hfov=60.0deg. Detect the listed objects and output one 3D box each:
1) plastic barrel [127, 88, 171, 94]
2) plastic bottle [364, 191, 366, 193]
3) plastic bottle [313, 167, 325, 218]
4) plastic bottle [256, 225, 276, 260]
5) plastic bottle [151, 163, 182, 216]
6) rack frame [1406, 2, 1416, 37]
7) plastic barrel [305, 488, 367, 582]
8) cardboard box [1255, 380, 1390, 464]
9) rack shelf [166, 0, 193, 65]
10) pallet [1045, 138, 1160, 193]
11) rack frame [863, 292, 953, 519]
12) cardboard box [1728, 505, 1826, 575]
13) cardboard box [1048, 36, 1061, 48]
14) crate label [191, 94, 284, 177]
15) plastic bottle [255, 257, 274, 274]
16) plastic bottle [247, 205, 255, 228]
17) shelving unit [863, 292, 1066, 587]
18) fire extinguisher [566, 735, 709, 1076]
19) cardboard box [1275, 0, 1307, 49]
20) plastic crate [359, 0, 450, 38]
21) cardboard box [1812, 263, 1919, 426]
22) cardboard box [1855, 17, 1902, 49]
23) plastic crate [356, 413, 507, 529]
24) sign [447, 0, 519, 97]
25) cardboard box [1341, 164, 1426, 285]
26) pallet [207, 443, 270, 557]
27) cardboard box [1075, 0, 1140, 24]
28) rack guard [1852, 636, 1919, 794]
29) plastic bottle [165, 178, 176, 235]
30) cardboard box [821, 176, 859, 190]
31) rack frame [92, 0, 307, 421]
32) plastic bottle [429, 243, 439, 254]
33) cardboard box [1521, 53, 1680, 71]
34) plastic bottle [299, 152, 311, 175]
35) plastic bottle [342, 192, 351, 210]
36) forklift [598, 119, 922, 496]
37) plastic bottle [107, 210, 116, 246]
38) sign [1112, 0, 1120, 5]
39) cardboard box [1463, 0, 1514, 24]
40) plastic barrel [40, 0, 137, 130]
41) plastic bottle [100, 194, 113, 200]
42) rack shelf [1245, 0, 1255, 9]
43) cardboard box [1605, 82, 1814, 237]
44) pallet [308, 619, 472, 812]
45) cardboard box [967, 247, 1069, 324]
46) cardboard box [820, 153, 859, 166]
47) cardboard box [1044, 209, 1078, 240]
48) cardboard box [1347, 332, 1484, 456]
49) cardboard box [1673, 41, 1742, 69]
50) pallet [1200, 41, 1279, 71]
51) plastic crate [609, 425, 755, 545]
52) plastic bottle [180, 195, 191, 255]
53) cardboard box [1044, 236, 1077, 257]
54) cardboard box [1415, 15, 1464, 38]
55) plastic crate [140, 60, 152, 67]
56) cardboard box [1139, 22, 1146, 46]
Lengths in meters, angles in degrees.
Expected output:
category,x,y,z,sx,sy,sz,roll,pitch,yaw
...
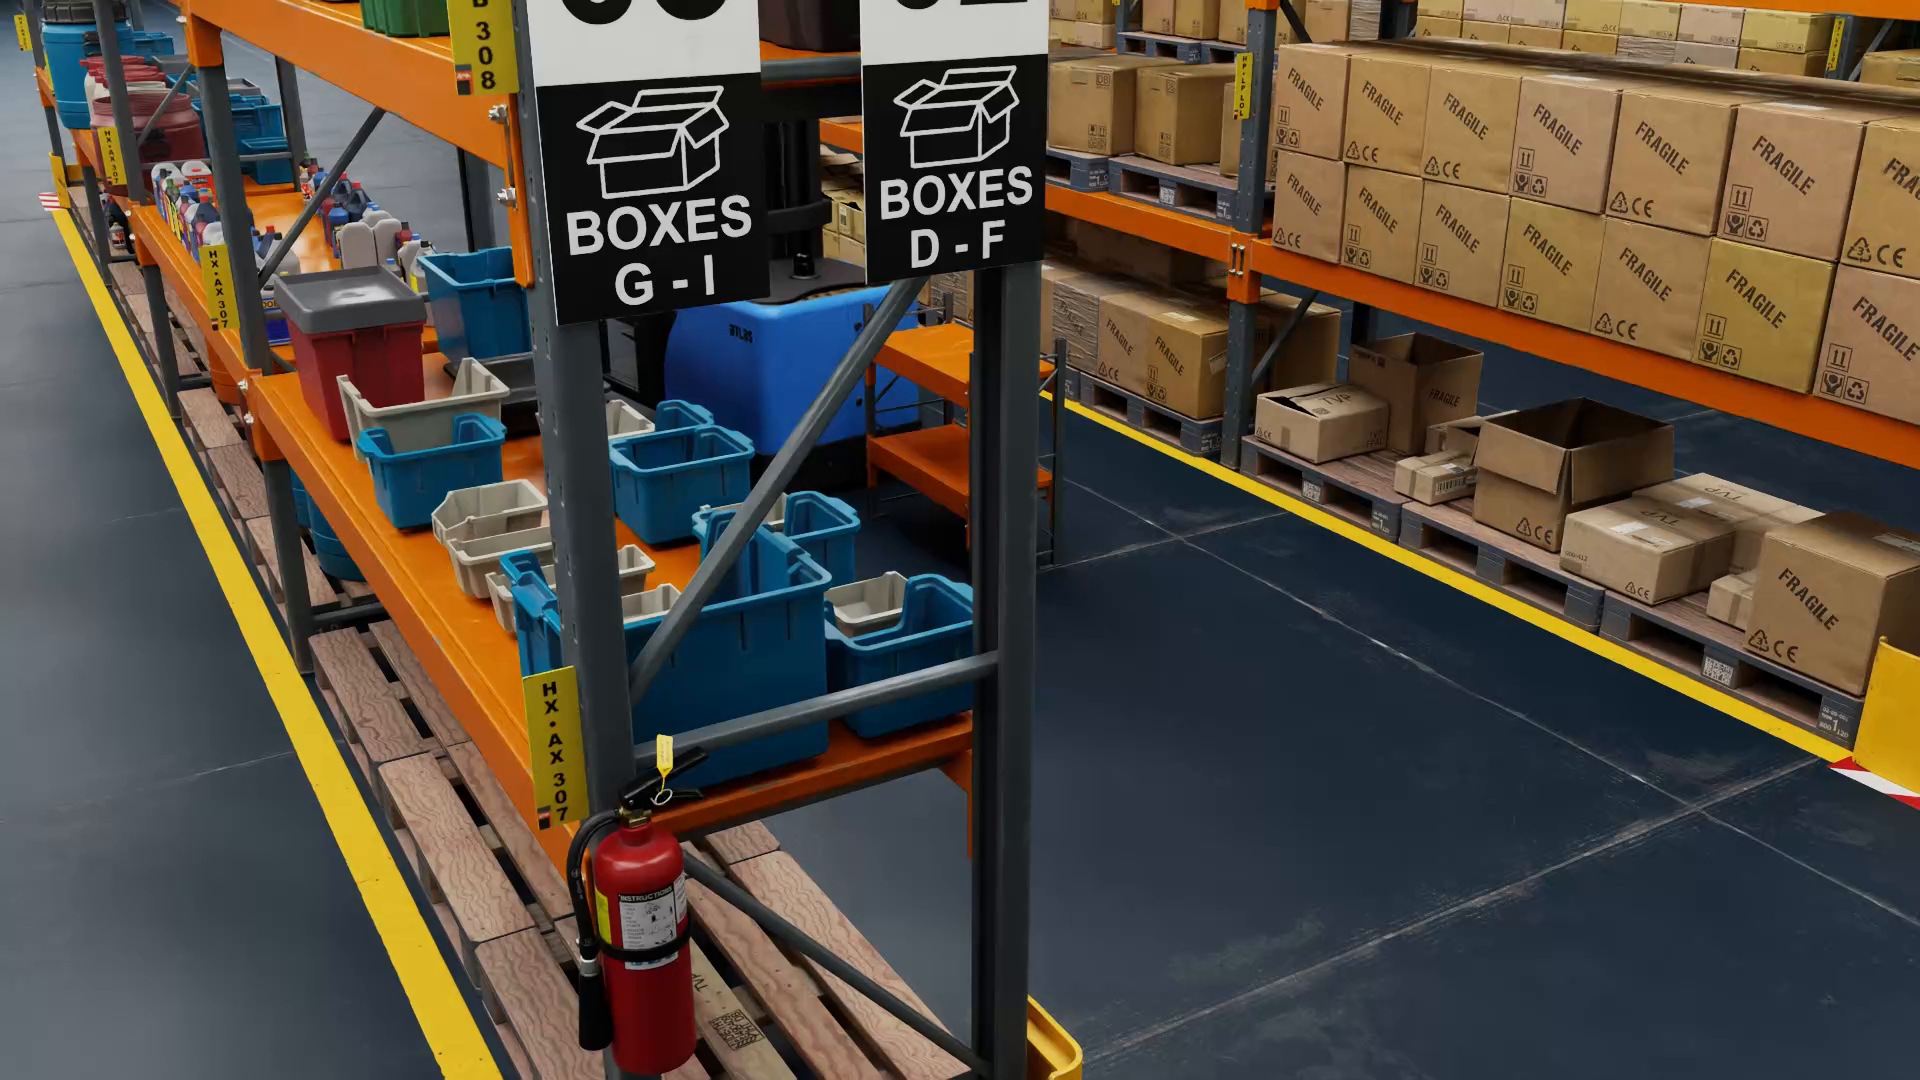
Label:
category,x,y,z,sx,sy,sz,roll,pitch,yaw
plastic barrel,-5.093,-2.574,10.512,0.421,0.512,0.421,0,22,0
plastic bottle,-3.064,-1.654,8.553,0.061,0.283,0.133,-13,25,-28
plastic bottle,-3.549,-1.943,9.279,0.097,0.271,0.097,0,22,0
plastic bottle,-3.062,-1.235,7.431,0.144,0.351,0.185,-13,25,-28
plastic bottle,-4.440,-1.970,9.340,0.152,0.276,0.135,-13,25,-28
rack frame,4.134,-4.136,14.503,1.000,3.000,0.127,-13,25,-28
plastic barrel,-2.603,-0.337,7.386,0.600,0.901,0.708,-13,25,-28
cardboard box,1.949,-0.668,8.957,0.500,0.311,0.500,-13,25,-28
rack shelf,-3.362,-2.639,7.793,1.077,0.370,4.000,-13,25,-28
pallet,0.874,-2.464,10.645,1.003,0.211,1.213,-13,25,-28
rack frame,-0.256,-0.683,8.499,0.500,1.125,0.032,-13,25,-28
cardboard box,3.674,0.086,7.185,0.500,0.250,0.500,-13,25,-28
cardboard box,0.295,-3.240,11.610,0.500,0.500,0.700,17,28,36
crate label,-4.658,-2.620,10.727,0.502,0.435,0.616,-13,25,-28
plastic bottle,-3.006,-1.062,7.104,0.152,0.276,0.135,-13,25,-28
plastic bottle,-3.592,-1.577,8.272,0.144,0.351,0.185,-13,25,-28
shelving unit,0.003,-0.519,8.094,0.538,1.125,1.048,-13,25,-28
fire extinguisher,-0.611,0.704,3.193,0.296,0.674,0.183,-13,25,-28
cardboard box,3.229,-4.935,15.753,0.700,0.500,0.500,-13,25,-28
plastic crate,-1.046,-1.196,3.569,0.450,0.188,0.336,-13,25,-28
cardboard box,3.501,-0.731,5.994,0.500,0.500,0.500,-12,25,-27
cardboard box,6.166,-3.581,11.587,0.500,0.250,0.500,-12,25,-27
plastic crate,-1.566,-0.206,4.978,0.416,0.233,0.300,-13,25,-28
sign,-0.762,-0.871,2.625,0.100,0.325,0.005,-13,25,-28
cardboard box,2.210,-1.551,8.010,0.500,0.500,0.500,-12,25,-27
pallet,-3.326,-0.297,8.761,1.003,0.211,1.213,-13,25,-28
cardboard box,1.583,-5.811,17.802,0.500,0.500,0.500,-13,25,-28
rack guard,3.925,0.541,6.316,1.175,0.500,0.348,-13,25,-28
plastic bottle,-4.175,-1.772,8.842,0.061,0.283,0.133,-13,25,-28
cardboard box,-1.129,-2.815,13.604,0.500,0.311,0.500,-13,25,-29
rack frame,-4.383,-2.230,9.815,1.000,3.000,0.127,-13,25,-28
plastic bottle,-2.353,-1.185,7.414,0.097,0.271,0.097,0,22,0
cardboard box,2.922,-1.954,7.675,0.500,0.500,0.500,-12,25,-28
plastic bottle,-3.810,-2.127,9.716,0.061,0.283,0.133,-13,25,-28
plastic bottle,-3.116,-1.643,8.524,0.061,0.283,0.133,-13,25,-28
forklift,-1.532,-2.052,9.467,1.130,2.935,3.031,-17,28,-36
plastic bottle,-6.956,-2.563,13.656,0.061,0.283,0.133,-11,25,-26
sign,1.628,-5.725,17.263,0.100,0.325,0.005,-13,25,-28
cardboard box,4.419,-4.306,13.372,0.500,0.250,0.500,-13,25,-29
plastic barrel,-6.490,-3.574,12.455,0.600,0.901,0.708,-13,25,-28
plastic bottle,-7.346,-2.840,14.348,0.152,0.276,0.135,-12,25,-27
rack shelf,0.898,-3.591,10.134,1.077,0.370,4.000,-13,25,-28
cardboard box,2.972,-1.523,6.614,0.500,0.500,0.500,-12,25,-27
pallet,-1.931,0.587,6.587,1.003,0.211,1.213,-13,25,-28
cardboard box,0.388,-1.693,11.230,0.500,0.500,0.500,-13,25,-29
cardboard box,-1.189,-3.252,14.678,0.500,0.311,0.500,-13,25,-28
cardboard box,0.589,-2.300,11.726,0.500,0.250,0.500,-12,25,-26
cardboard box,2.455,-0.803,9.038,0.500,0.500,0.500,-13,25,-28
cardboard box,5.455,-3.298,11.889,0.500,0.500,0.500,-12,25,-28
pallet,3.087,-4.680,16.096,1.003,0.211,1.213,-13,25,-28
plastic crate,-0.813,-0.160,4.865,0.416,0.233,0.300,-13,25,-28
plastic bottle,-3.889,-1.591,8.397,0.061,0.283,0.133,-13,25,-28
cardboard box,0.820,-1.802,11.498,0.500,0.500,0.500,-14,26,-30
cardboard box,4.162,-4.123,13.916,0.500,0.500,0.500,-12,25,-27
plastic crate,-6.585,-3.690,13.489,0.767,0.338,0.504,-13,25,-28
cardboard box,2.035,-5.564,18.189,0.500,0.250,0.500,-12,25,-28
